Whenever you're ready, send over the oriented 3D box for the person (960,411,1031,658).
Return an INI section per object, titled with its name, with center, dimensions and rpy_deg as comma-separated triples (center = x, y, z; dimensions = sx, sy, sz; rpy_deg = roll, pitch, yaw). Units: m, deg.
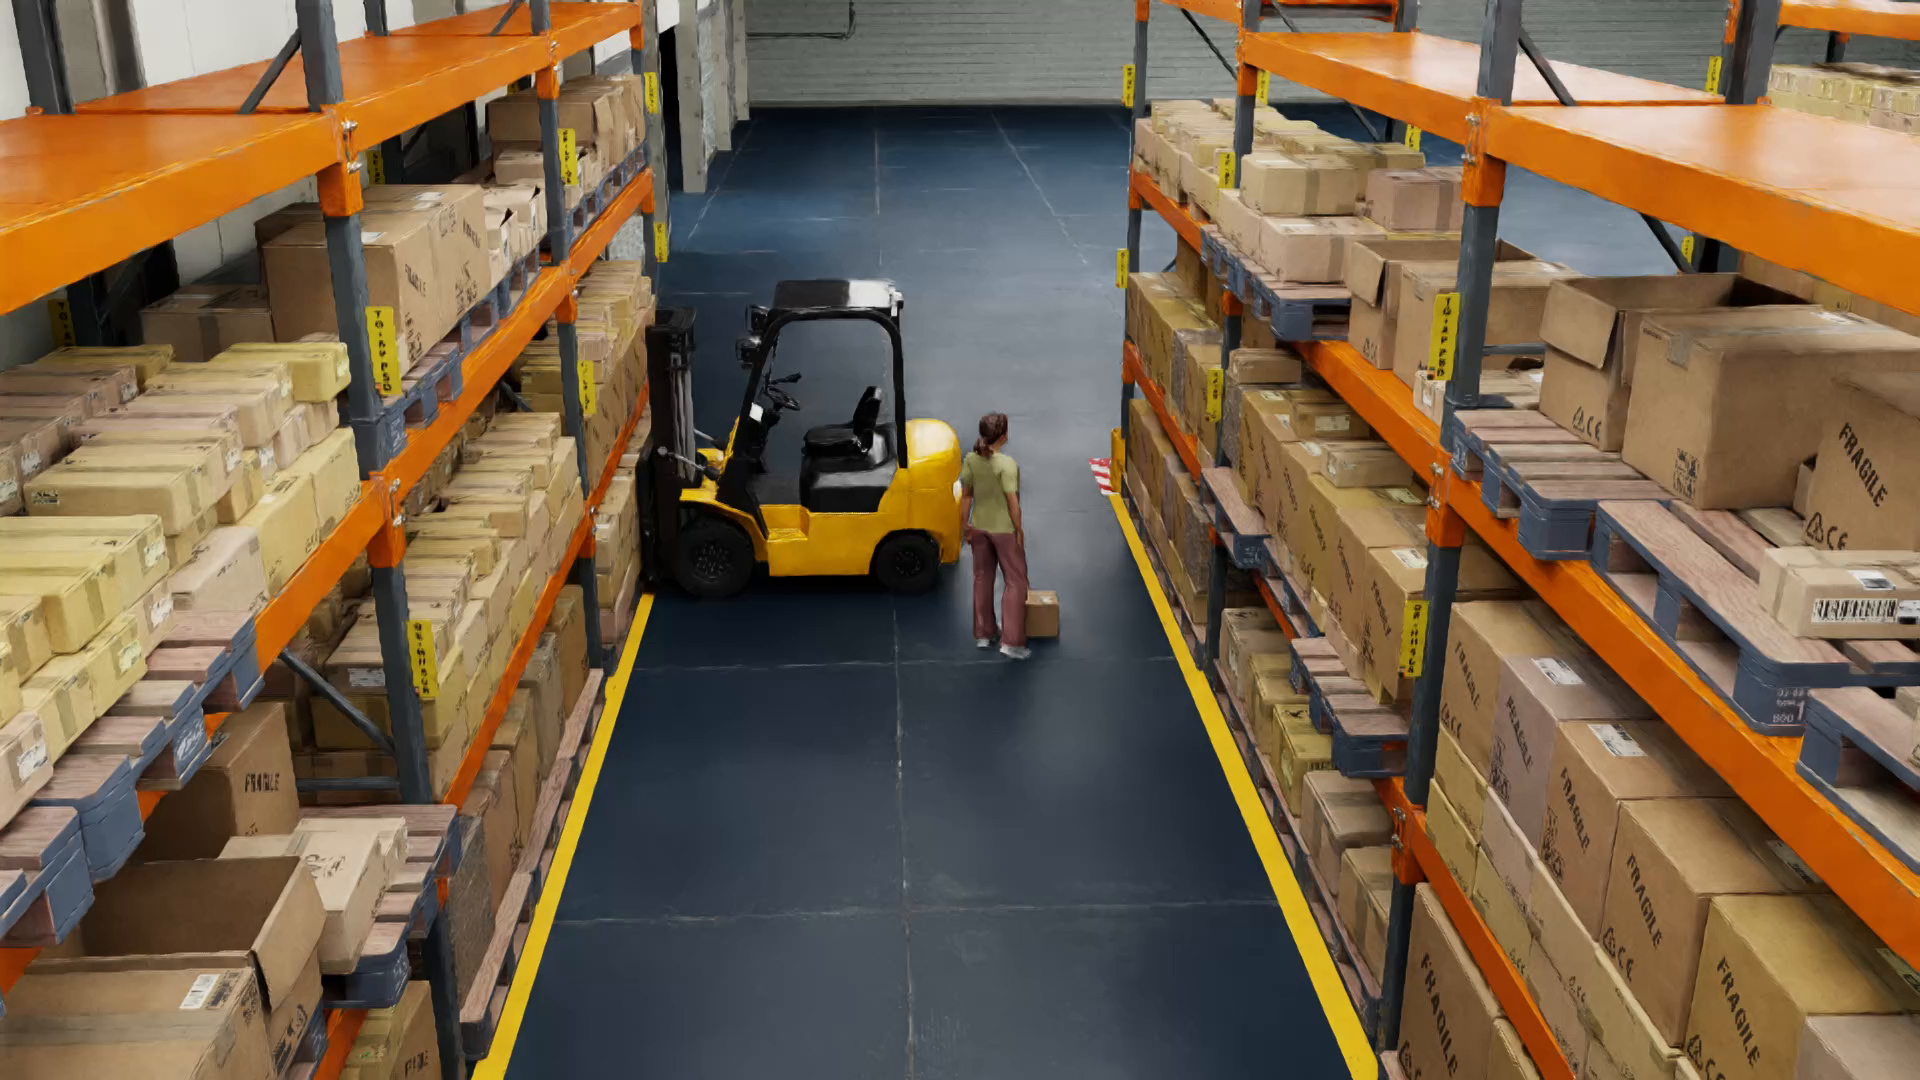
[person]
center = 0.260, 0.023, 11.231
dimensions = 0.521, 1.594, 0.393
rpy_deg = 15, 25, 36
